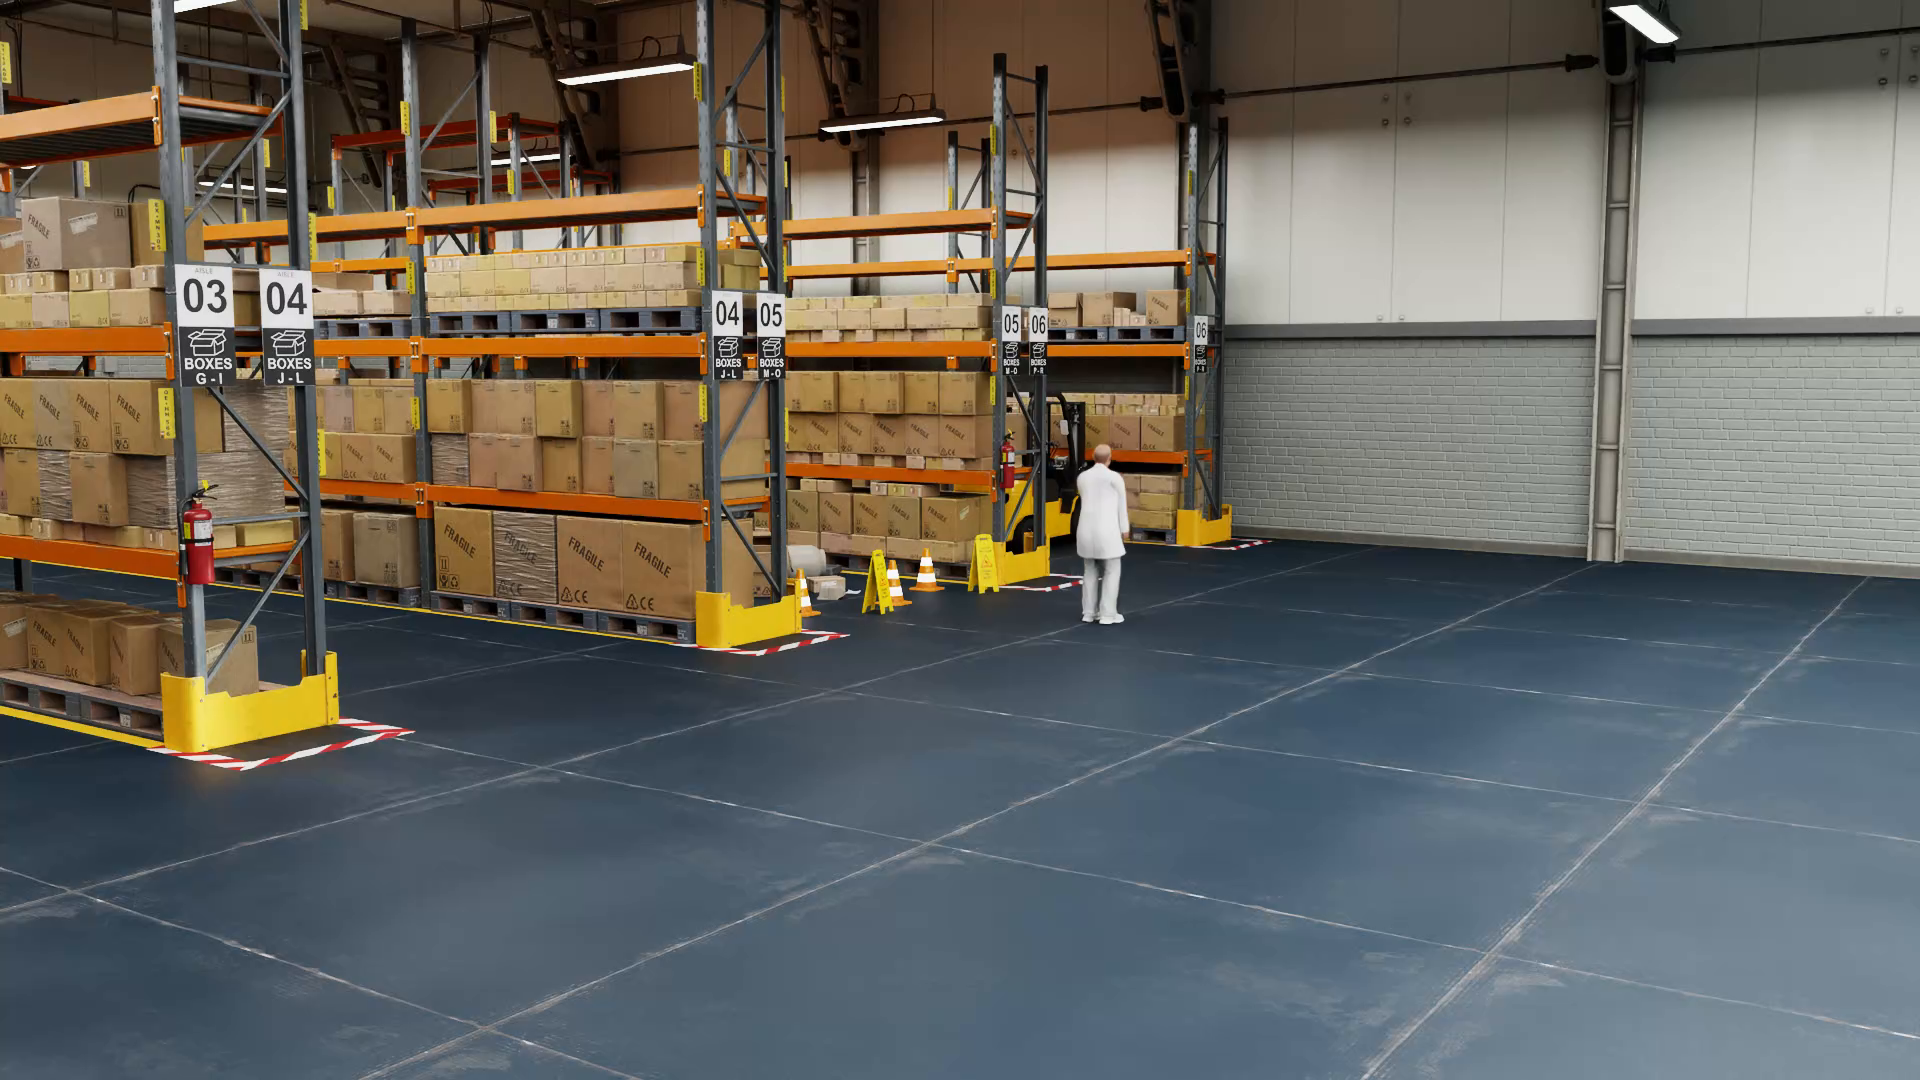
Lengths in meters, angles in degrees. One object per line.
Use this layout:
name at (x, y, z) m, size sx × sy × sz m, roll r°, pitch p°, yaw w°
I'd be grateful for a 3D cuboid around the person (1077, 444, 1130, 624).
person at (1.428, -0.070, 16.473) m, size 0.530 × 1.771 × 0.580 m, roll 4°, pitch 7°, yaw 32°
